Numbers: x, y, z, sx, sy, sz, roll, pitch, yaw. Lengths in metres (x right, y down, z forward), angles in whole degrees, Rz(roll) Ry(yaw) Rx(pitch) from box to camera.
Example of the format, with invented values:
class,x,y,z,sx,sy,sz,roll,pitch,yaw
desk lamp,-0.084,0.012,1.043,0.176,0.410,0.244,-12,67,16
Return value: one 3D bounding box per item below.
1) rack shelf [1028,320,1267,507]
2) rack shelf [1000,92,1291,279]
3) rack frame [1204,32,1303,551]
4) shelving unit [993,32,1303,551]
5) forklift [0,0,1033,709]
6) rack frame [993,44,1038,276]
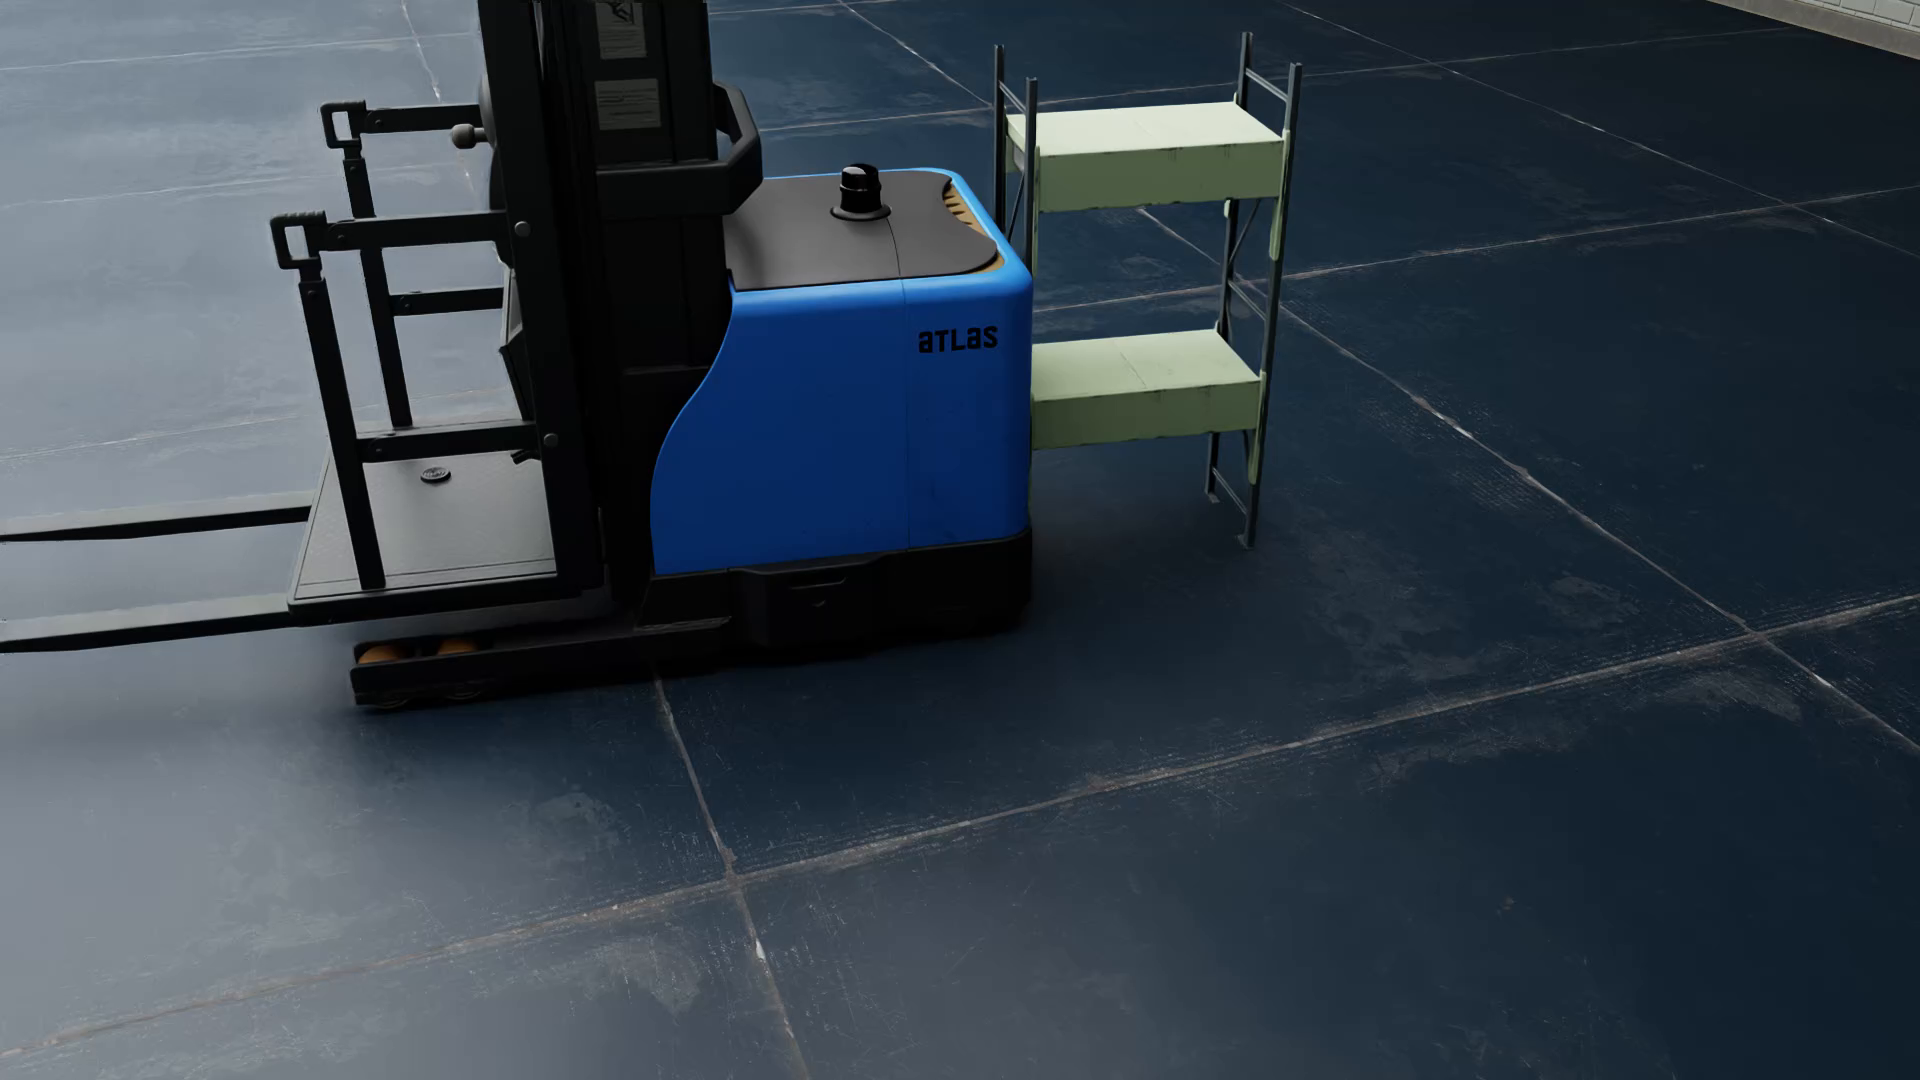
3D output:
class,x,y,z,sx,sy,sz,roll,pitch,yaw
rack shelf,0.507,-0.394,5.085,0.720,0.370,0.431,-6,30,-11
rack shelf,0.507,-1.016,4.730,0.720,0.370,0.431,-6,30,-11
rack frame,0.865,-0.715,4.990,0.023,1.500,0.400,-6,30,-11
shelving unit,0.507,-0.677,4.923,0.755,1.500,0.431,-6,30,-11
forklift,-1.366,-1.108,4.234,3.031,2.935,1.130,-6,30,-11
rack frame,0.150,-0.639,4.856,0.023,1.500,0.400,-6,30,-11
